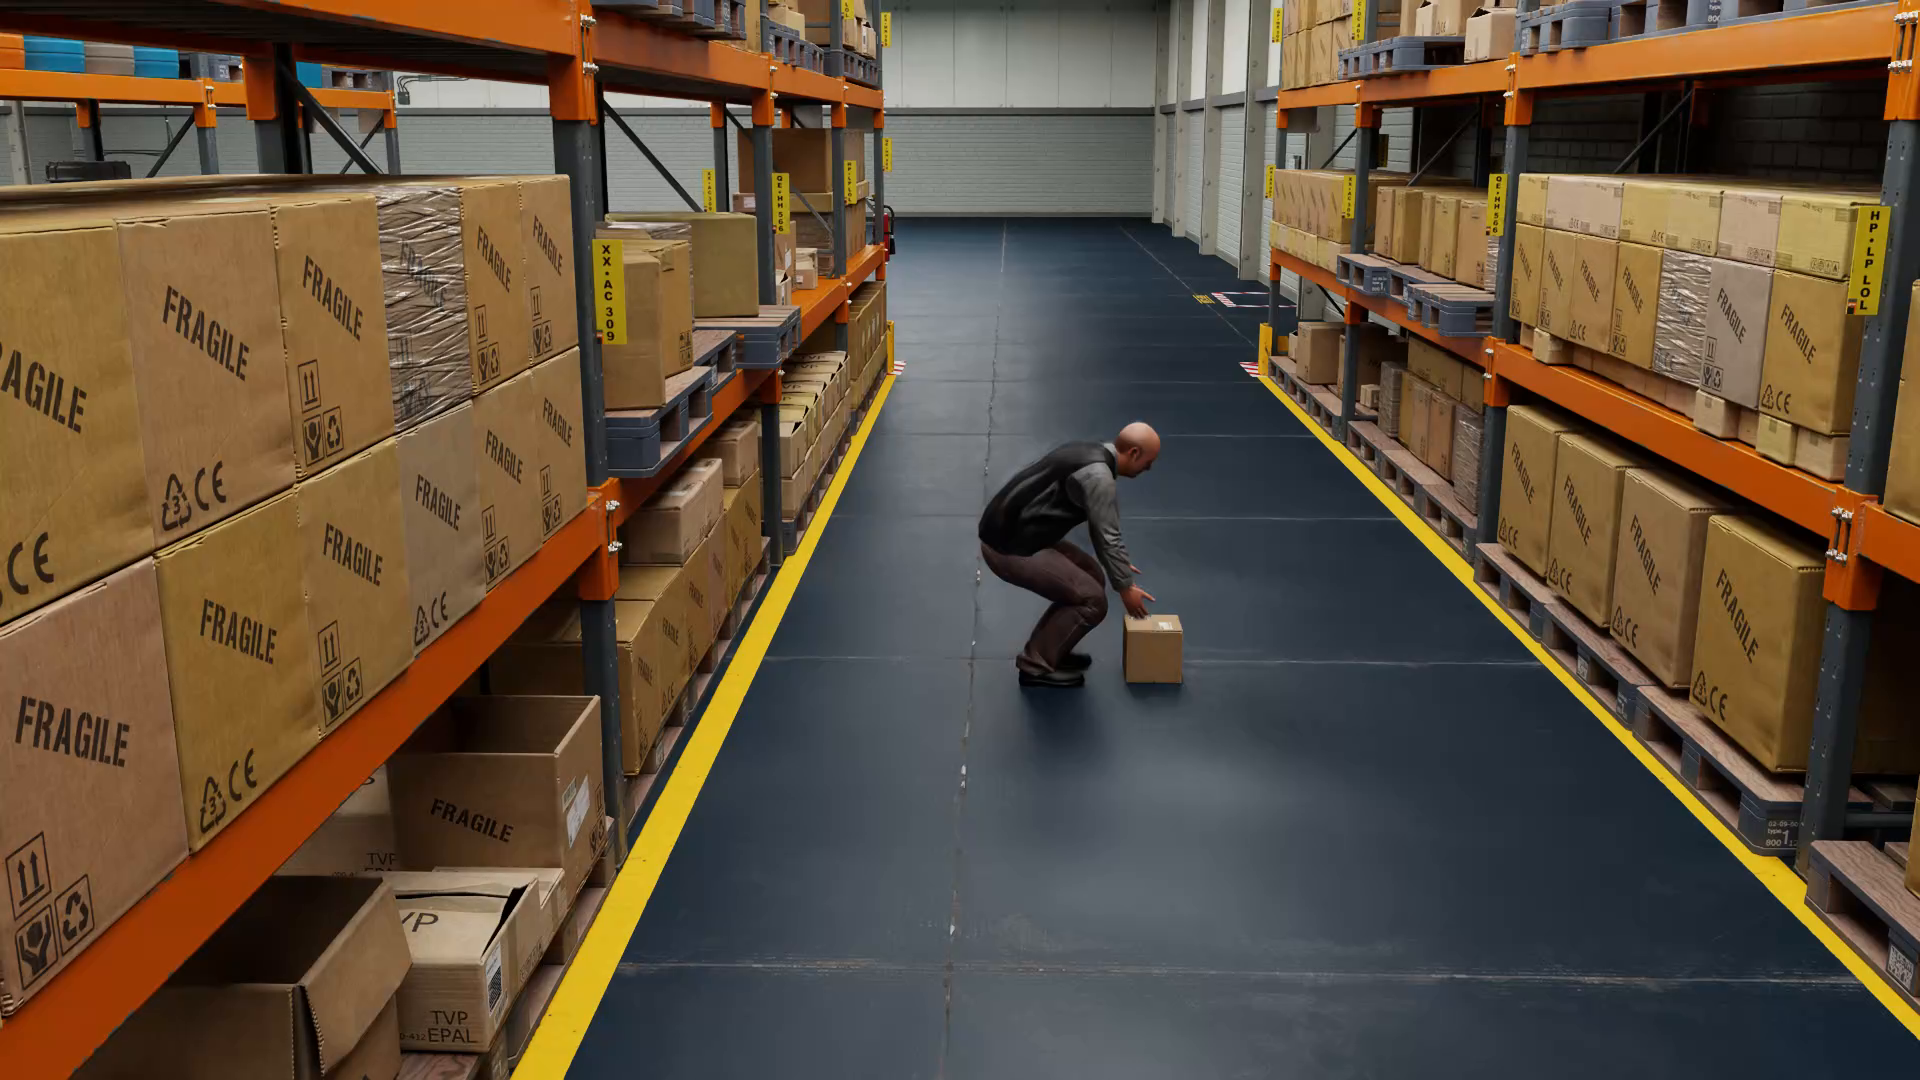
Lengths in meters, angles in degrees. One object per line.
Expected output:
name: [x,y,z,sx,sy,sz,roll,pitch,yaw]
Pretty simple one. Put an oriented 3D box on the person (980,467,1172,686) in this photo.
person: [0.521,0.147,7.554,0.860,0.963,0.546,0,14,1]
